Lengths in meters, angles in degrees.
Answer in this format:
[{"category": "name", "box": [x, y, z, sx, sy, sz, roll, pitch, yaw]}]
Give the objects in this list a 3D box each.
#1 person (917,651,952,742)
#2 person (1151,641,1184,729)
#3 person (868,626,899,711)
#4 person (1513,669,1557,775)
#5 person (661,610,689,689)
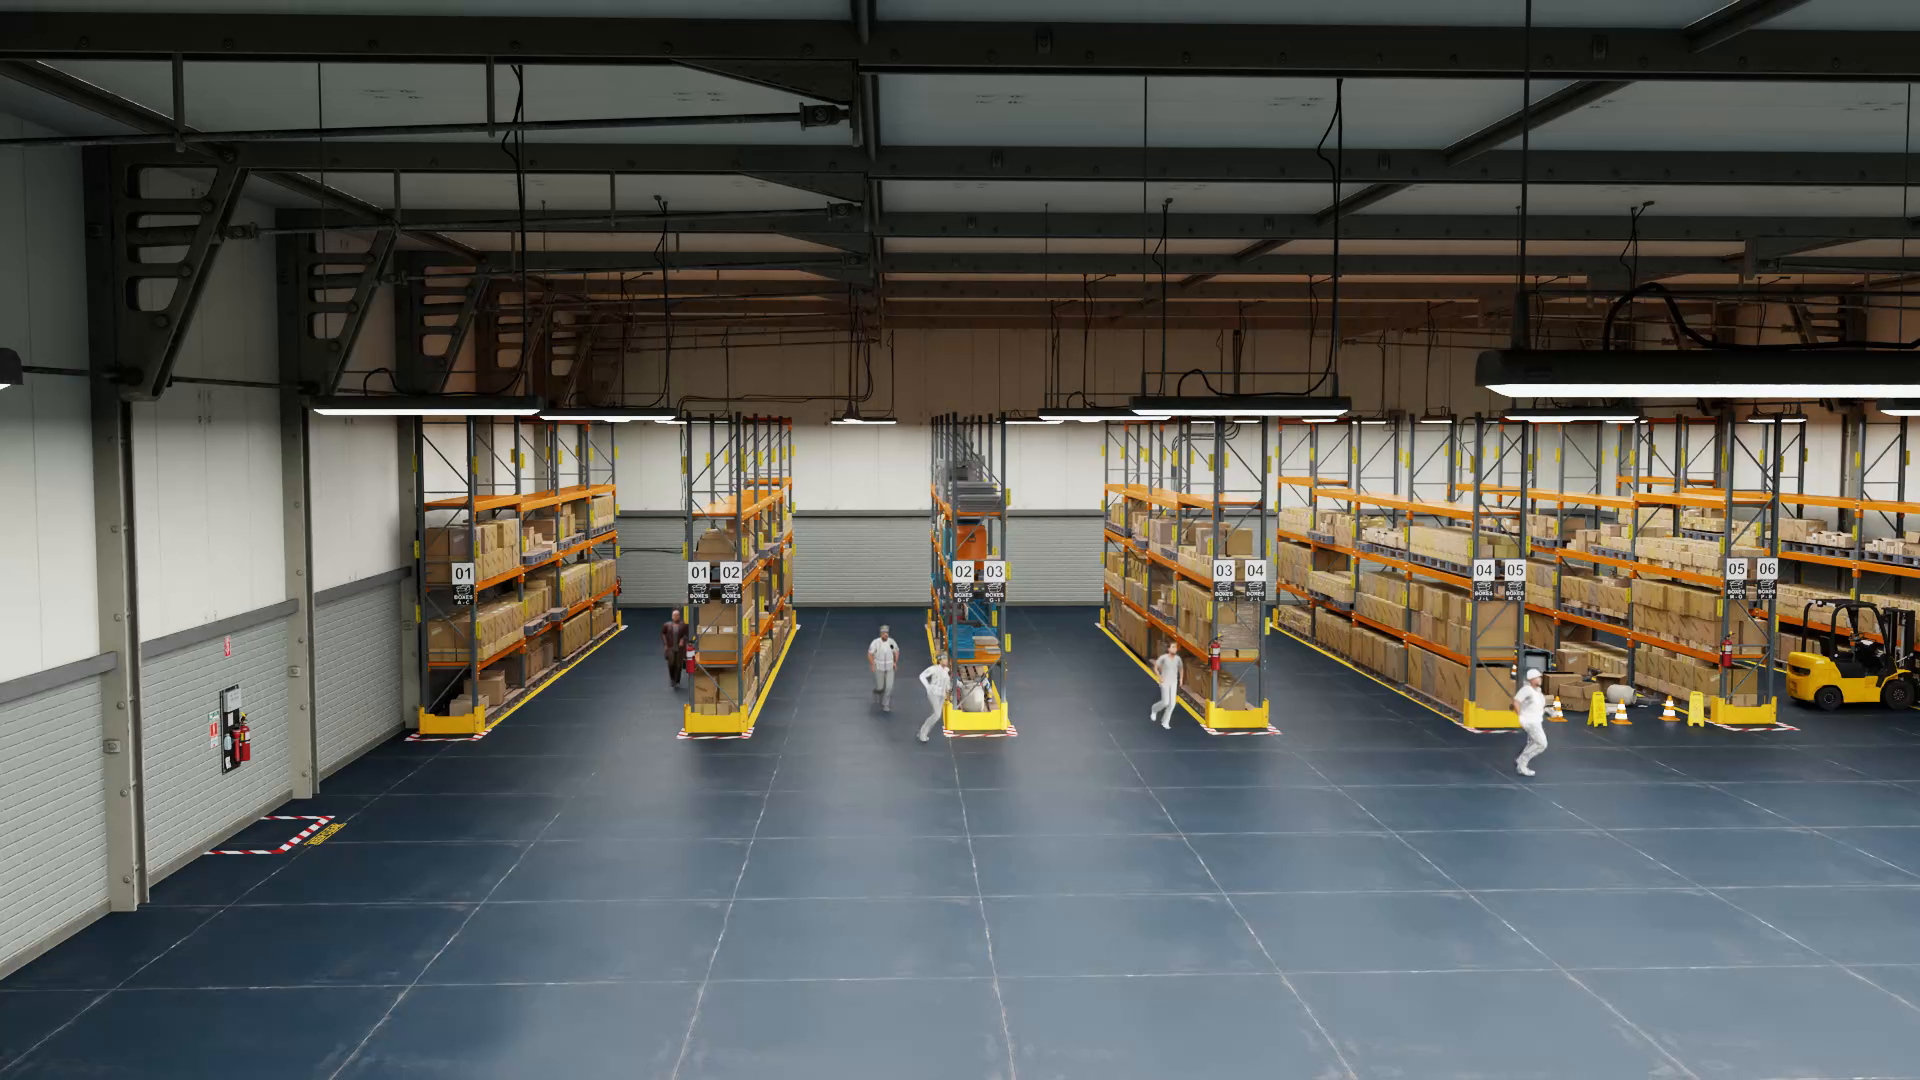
[{"category": "person", "box": [-0.425, 2.840, 30.271, 0.582, 1.633, 0.658, 4, 5, 44]}, {"category": "person", "box": [4.001, 2.754, 31.862, 0.591, 1.648, 0.597, -1, 4, -20]}, {"category": "person", "box": [-1.542, 2.575, 33.664, 0.650, 1.733, 0.596, -1, 4, -14]}, {"category": "person", "box": [9.426, 2.986, 27.228, 0.599, 1.744, 0.686, 3, 5, 33]}, {"category": "person", "box": [-6.189, 2.386, 36.192, 0.627, 1.723, 0.758, -1, 4, -11]}]
